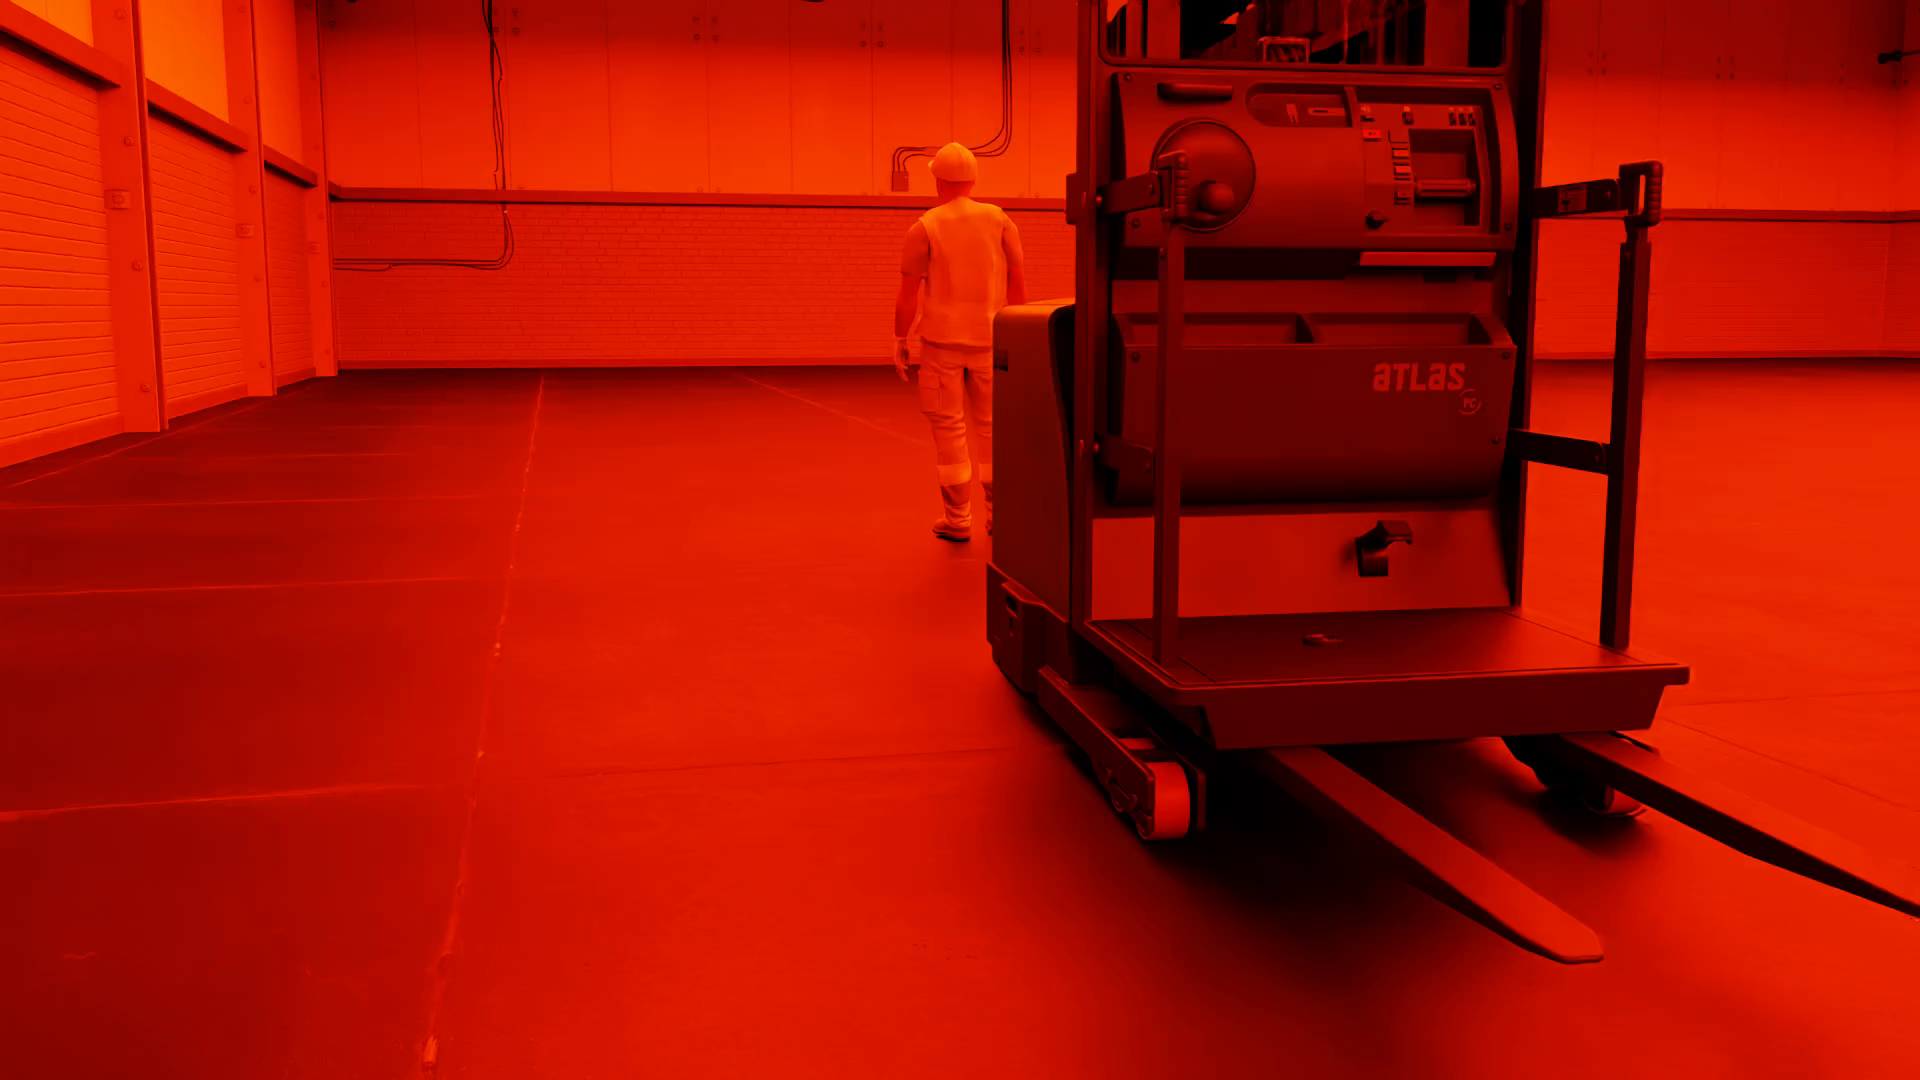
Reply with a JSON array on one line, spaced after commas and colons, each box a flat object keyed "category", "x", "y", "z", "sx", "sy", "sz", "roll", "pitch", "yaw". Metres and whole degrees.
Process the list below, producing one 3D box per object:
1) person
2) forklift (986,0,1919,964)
[{"category": "person", "x": -0.007, "y": -0.905, "z": 7.662, "sx": 0.637, "sy": 1.787, "sz": 0.564, "roll": -2, "pitch": 8, "yaw": -13}, {"category": "forklift", "x": 0.849, "y": -0.896, "z": 3.537, "sx": 1.130, "sy": 2.935, "sz": 3.031, "roll": -1, "pitch": 8, "yaw": -10}]
